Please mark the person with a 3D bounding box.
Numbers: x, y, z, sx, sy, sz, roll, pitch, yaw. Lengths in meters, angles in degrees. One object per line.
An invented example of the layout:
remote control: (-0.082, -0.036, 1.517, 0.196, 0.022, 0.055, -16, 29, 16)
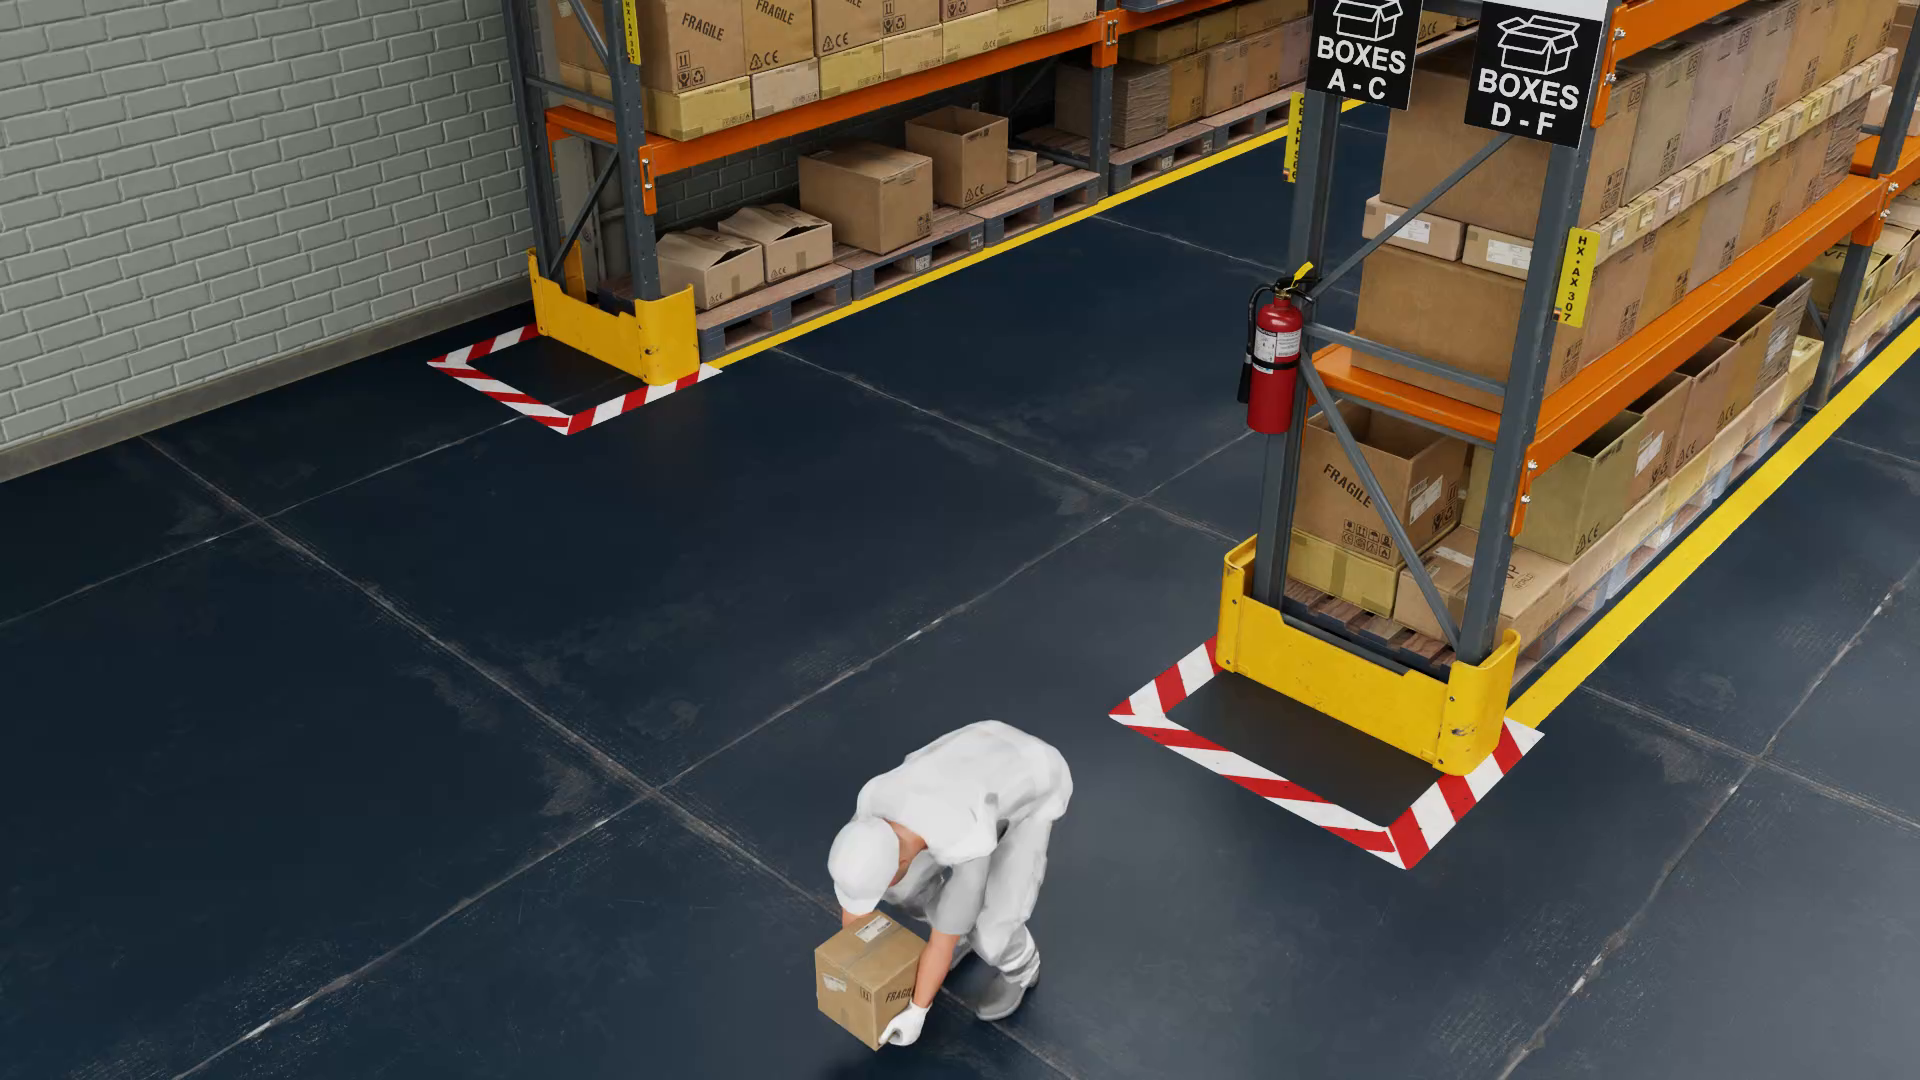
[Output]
person: (-0.043, 1.070, 5.106, 0.536, 0.991, 0.953, 23, 38, 33)
